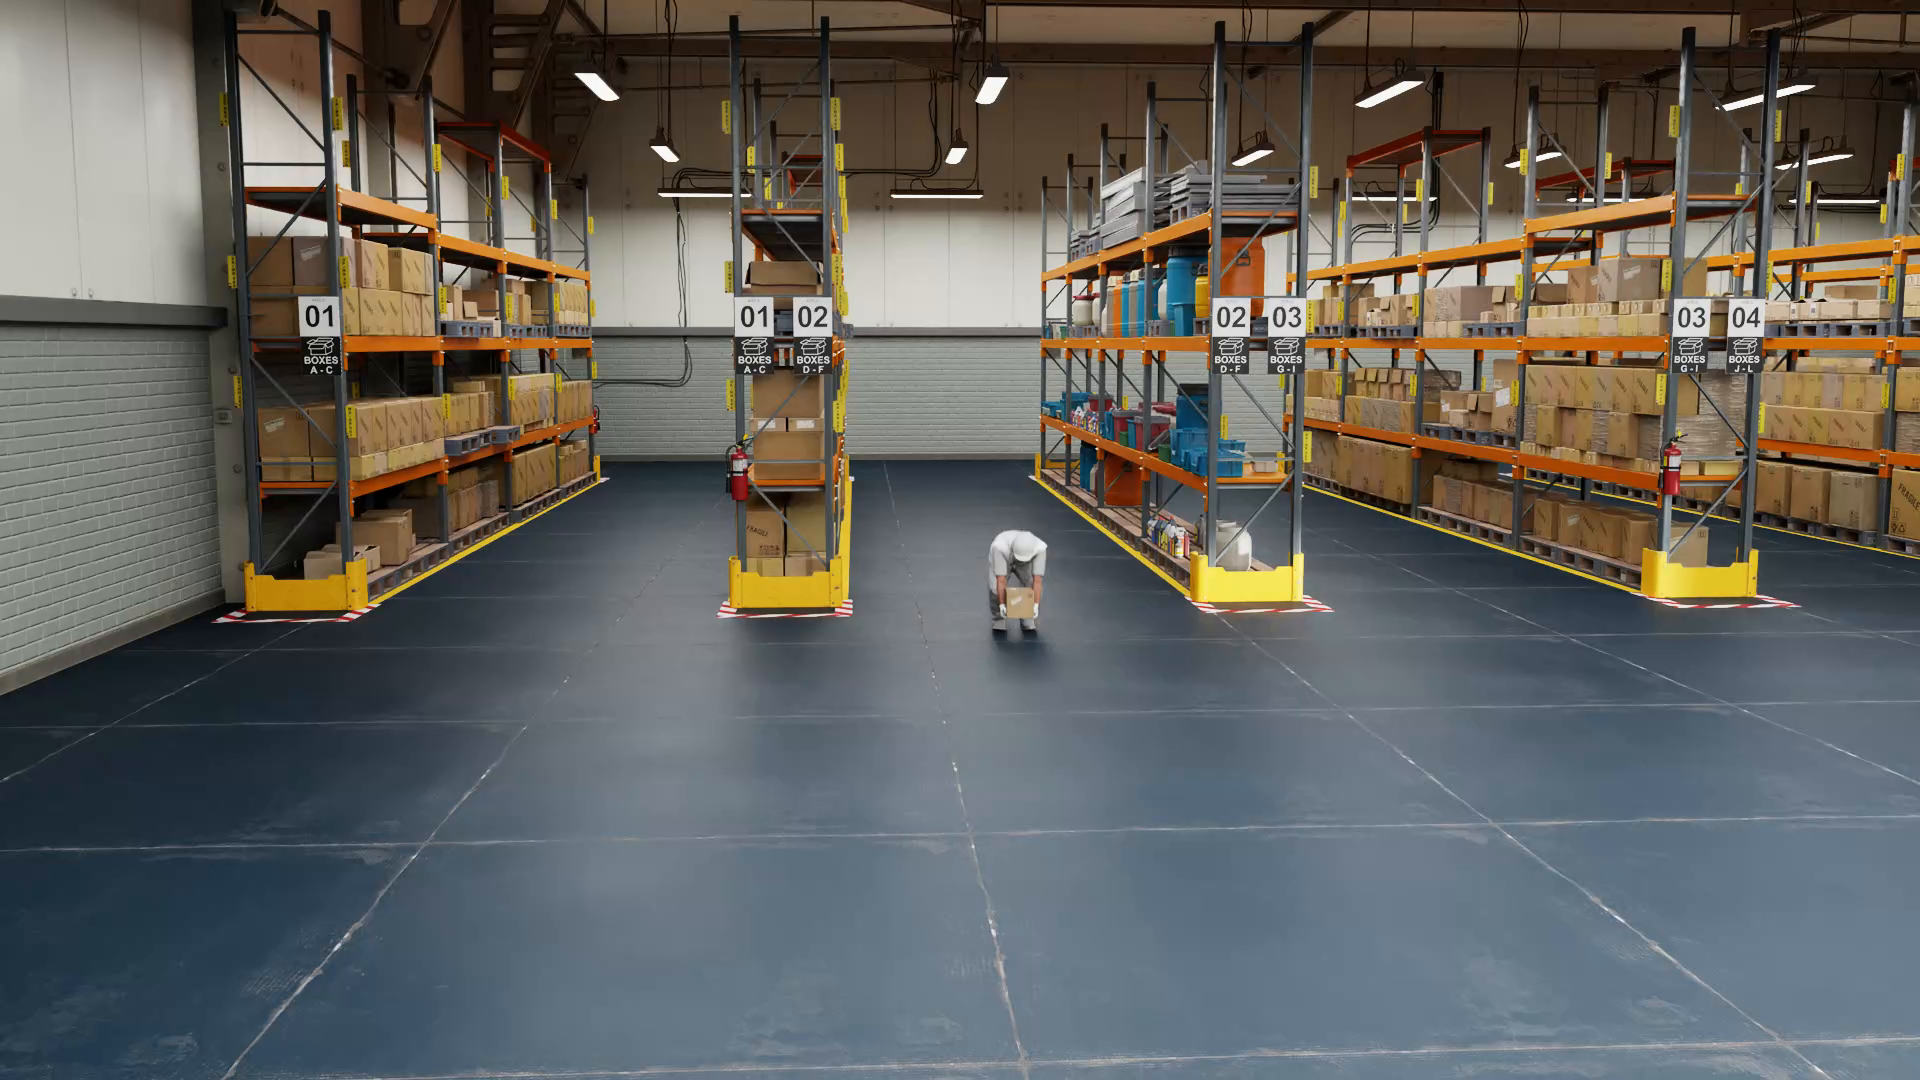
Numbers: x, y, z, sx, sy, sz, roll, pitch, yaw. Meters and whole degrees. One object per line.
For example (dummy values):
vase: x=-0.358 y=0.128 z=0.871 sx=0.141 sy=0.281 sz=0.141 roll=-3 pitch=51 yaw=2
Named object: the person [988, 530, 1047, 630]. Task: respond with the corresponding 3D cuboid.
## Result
person: x=0.542 y=0.383 z=15.776 sx=0.549 sy=0.995 sz=0.970 roll=-1 pitch=7 yaw=-5
